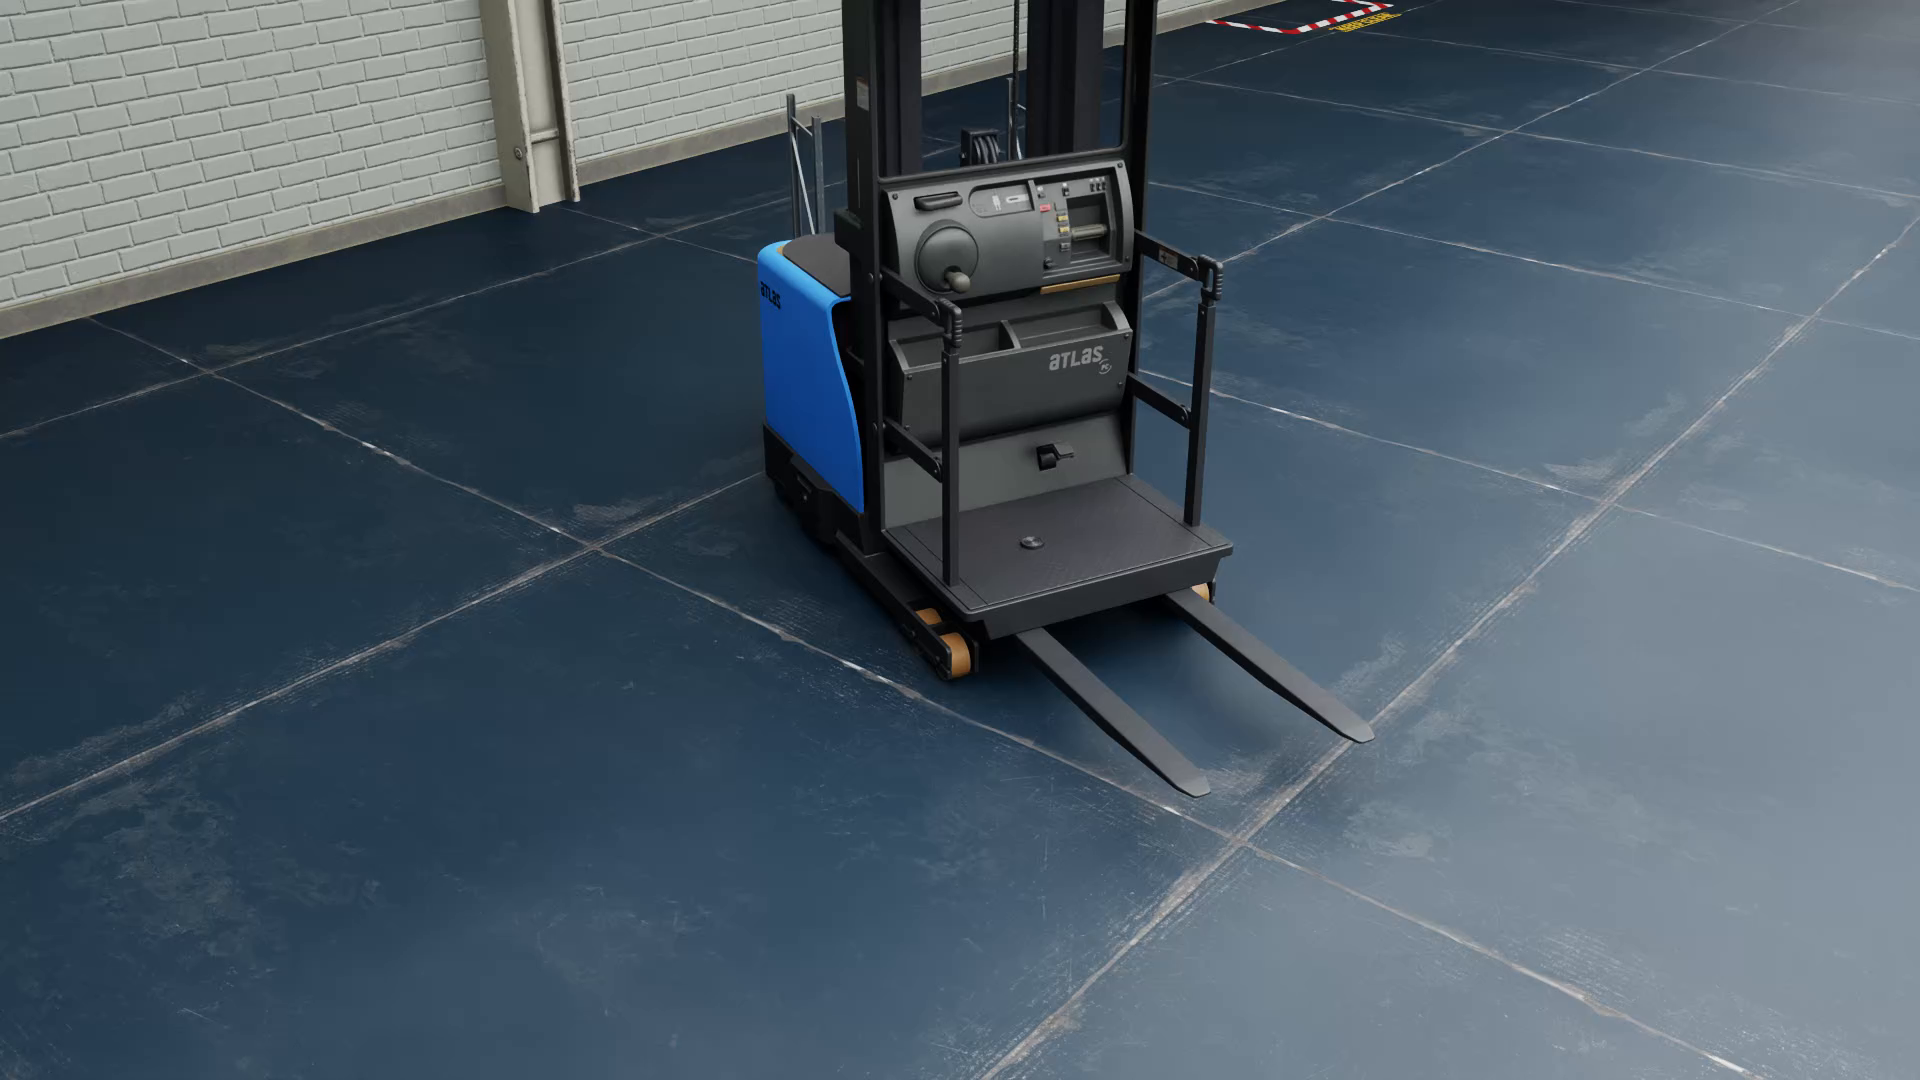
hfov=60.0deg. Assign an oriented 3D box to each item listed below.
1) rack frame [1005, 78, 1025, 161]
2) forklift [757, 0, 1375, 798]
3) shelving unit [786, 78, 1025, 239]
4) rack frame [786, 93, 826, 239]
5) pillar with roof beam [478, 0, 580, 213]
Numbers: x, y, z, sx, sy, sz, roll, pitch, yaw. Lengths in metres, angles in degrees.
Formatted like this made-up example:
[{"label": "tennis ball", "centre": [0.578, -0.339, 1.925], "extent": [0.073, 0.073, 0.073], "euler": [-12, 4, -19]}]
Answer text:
[{"label": "rack frame", "centre": [0.303, -1.317, 7.656], "extent": [0.032, 1.500, 0.500], "euler": [-9, 28, -16]}, {"label": "forklift", "centre": [0.286, -1.047, 5.583], "extent": [1.130, 2.935, 3.031], "euler": [-13, 30, -24]}, {"label": "shelving unit", "centre": [-0.179, -1.243, 7.513], "extent": [1.048, 1.500, 0.538], "euler": [-9, 28, -16]}, {"label": "rack frame", "centre": [-0.661, -1.169, 7.371], "extent": [0.032, 1.500, 0.500], "euler": [-9, 28, -16]}, {"label": "pillar with roof beam", "centre": [0.533, -4.994, 6.610], "extent": [9.100, 9.000, 0.400], "euler": [21, 34, 34]}]
